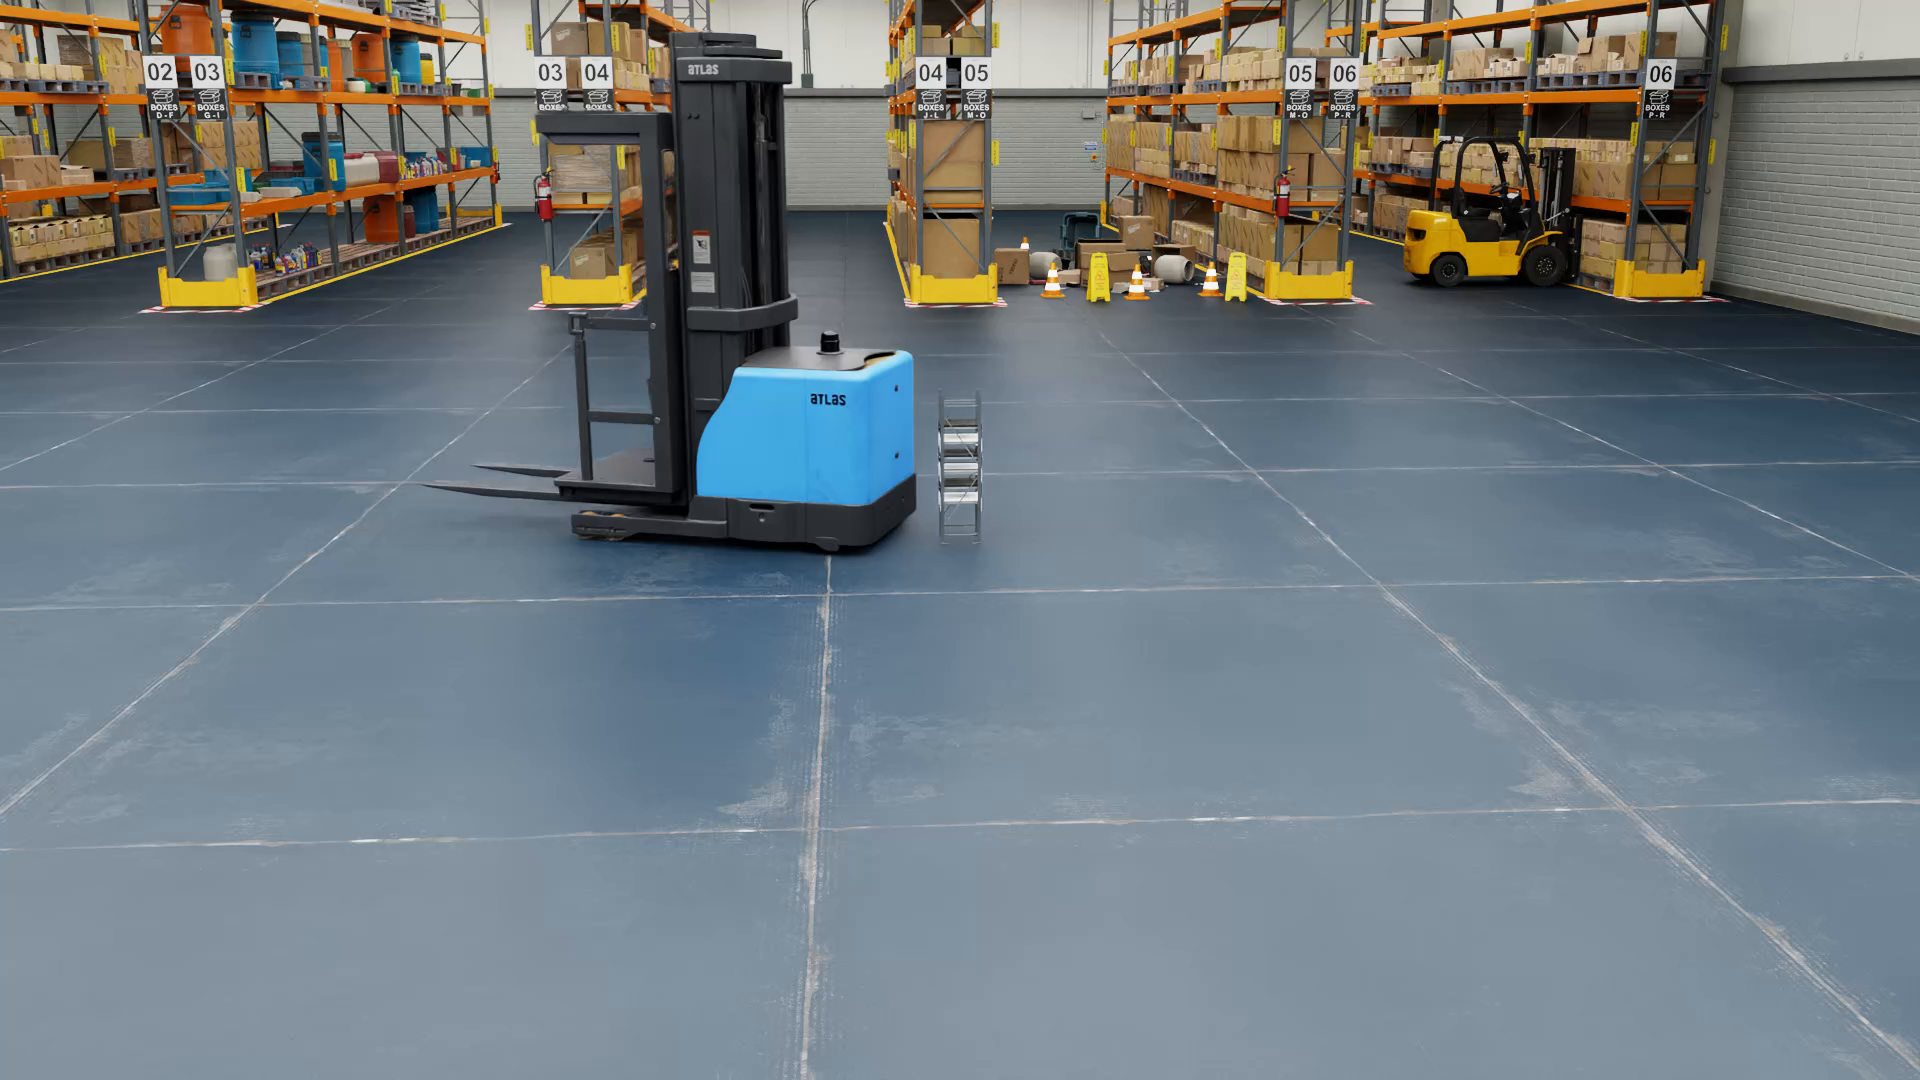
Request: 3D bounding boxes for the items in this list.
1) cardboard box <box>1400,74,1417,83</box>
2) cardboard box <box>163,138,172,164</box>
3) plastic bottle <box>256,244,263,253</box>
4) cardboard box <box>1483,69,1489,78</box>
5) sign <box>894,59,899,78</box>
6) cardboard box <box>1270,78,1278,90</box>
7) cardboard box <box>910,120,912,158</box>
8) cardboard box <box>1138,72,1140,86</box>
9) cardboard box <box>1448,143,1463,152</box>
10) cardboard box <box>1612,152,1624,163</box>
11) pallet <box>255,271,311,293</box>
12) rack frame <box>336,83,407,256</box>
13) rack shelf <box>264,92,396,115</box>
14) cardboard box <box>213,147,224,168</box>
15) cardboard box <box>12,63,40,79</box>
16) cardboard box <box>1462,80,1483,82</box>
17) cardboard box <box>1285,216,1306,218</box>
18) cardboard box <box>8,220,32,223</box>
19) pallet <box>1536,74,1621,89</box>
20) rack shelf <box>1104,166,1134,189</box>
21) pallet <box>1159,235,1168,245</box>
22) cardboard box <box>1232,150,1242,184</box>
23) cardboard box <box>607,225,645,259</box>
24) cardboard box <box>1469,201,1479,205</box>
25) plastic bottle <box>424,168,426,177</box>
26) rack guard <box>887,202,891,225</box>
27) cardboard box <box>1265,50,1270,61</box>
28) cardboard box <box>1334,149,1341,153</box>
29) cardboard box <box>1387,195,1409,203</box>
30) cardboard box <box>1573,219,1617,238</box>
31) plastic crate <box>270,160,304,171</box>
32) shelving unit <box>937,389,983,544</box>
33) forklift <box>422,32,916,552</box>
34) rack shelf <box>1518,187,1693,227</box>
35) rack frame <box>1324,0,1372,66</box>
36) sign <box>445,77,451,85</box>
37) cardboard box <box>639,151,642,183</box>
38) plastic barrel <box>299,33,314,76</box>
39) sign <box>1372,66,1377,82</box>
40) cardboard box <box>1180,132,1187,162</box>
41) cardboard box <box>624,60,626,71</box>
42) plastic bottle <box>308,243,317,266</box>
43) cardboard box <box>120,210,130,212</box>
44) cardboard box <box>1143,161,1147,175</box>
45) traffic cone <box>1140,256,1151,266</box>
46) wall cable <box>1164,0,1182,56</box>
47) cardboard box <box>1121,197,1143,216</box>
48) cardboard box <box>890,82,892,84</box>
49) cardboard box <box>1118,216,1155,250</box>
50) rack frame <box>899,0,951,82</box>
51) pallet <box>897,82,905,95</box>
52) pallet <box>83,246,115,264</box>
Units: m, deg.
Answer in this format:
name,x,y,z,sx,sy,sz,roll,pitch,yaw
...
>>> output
name,x,y,z,sx,sy,sz,roll,pitch,yaw
cardboard box,8.801,-8.997,32.416,0.380,0.149,0.250,-1,14,-2
cardboard box,-15.868,-7.625,32.598,0.700,0.500,0.500,-6,16,-22
plastic bottle,-10.598,-4.303,25.165,0.144,0.351,0.185,0,14,-2
cardboard box,9.135,-7.931,28.271,0.380,0.149,0.250,-1,14,-4
sign,-1.123,-8.398,29.589,0.100,0.325,0.005,-1,14,-3
cardboard box,4.499,-6.292,22.944,0.380,0.149,0.250,-1,14,-3
cardboard box,-0.299,-5.940,24.625,0.875,0.550,0.550,-1,14,-3
cardboard box,3.786,-9.260,33.405,0.396,0.266,0.258,-1,14,-4
cardboard box,9.050,-7.094,30.077,0.380,0.149,0.250,-1,14,-2
cardboard box,9.455,-5.400,23.492,0.380,0.149,0.250,-1,14,-3
pallet,-10.155,-3.758,24.208,1.003,0.211,1.213,-1,14,-3
rack frame,-10.482,-6.575,29.561,1.000,3.000,0.127,-1,14,-3
rack shelf,-10.358,-7.182,27.344,1.077,0.370,4.000,-1,14,-3
cardboard box,-15.468,-7.801,34.125,0.500,0.500,0.500,-1,14,-2
cardboard box,-15.235,-7.565,26.845,0.500,0.250,0.500,-2,15,-8
cardboard box,9.524,-8.612,30.959,0.380,0.149,0.250,-1,14,-4
cardboard box,4.971,-4.648,25.243,0.500,0.500,0.500,0,14,0
cardboard box,-15.584,-5.123,27.467,0.500,0.311,0.500,-1,14,-4
pallet,9.633,-7.085,25.702,1.003,0.211,1.213,-1,14,-3
rack shelf,3.981,-7.948,36.342,1.077,0.370,4.000,-1,14,-3
pallet,4.379,-5.651,31.567,1.003,0.211,1.213,-1,14,-3
cardboard box,4.422,-5.639,25.125,0.500,0.500,0.500,-1,14,-4
cardboard box,-5.307,-4.812,26.843,0.700,0.500,0.500,-2,15,-8
cardboard box,9.585,-6.323,31.455,0.380,0.149,0.250,0,14,-1
plastic bottle,-10.272,-7.045,31.785,0.097,0.201,0.097,0,14,0
rack guard,-1.073,-7.463,38.029,1.175,0.500,0.348,-1,14,-3
cardboard box,4.548,-6.864,23.570,0.380,0.149,0.250,-1,14,-3
cardboard box,8.636,-8.575,37.037,0.500,0.250,0.500,-1,14,-4
cardboard box,8.937,-6.959,33.926,0.380,0.149,0.250,-2,15,-6
cardboard box,9.384,-4.610,24.594,0.500,0.250,0.500,-1,14,-3
plastic crate,-10.569,-5.727,26.136,0.402,0.464,0.583,-1,14,-3
shelving unit,0.000,-0.438,9.922,0.258,0.900,0.210,-1,14,-3
forklift,-1.850,-1.534,10.105,3.031,2.935,1.130,4,15,15
rack shelf,9.678,-5.041,25.044,1.077,0.370,4.000,-1,14,-3
rack frame,8.811,-11.777,37.739,1.000,3.000,0.127,-1,14,-3
sign,-10.181,-9.035,33.084,0.100,0.325,0.005,-1,14,-3
cardboard box,-5.324,-5.736,25.503,0.875,0.500,0.500,-1,14,-3
plastic barrel,-10.523,-7.561,26.369,0.600,0.901,0.600,0,14,0
sign,8.518,-9.570,34.142,0.100,0.325,0.005,-1,14,-3
cardboard box,4.189,-6.955,29.399,0.500,0.500,0.500,0,14,-1
cardboard box,-4.876,-6.631,23.260,0.380,0.149,0.250,-2,15,-6
plastic bottle,-9.906,-4.355,25.365,0.144,0.351,0.185,-1,14,-5
cardboard box,-15.750,-5.860,30.914,0.500,0.500,0.500,-1,14,-5
cardboard box,3.918,-7.357,32.900,0.500,0.250,0.500,-1,14,-4
traffic cone,3.126,-4.868,28.017,0.336,0.463,0.334,-1,14,-3
wall cable,6.757,-13.172,43.088,2.988,3.039,0.133,-1,14,-3
cardboard box,4.063,-7.366,36.936,0.875,0.438,0.875,0,14,-2
cardboard box,-1.224,-9.820,35.451,0.500,0.250,0.500,-1,14,-6
cardboard box,2.826,-4.931,26.668,0.500,0.500,0.500,-1,14,-3
rack frame,-0.582,-9.608,29.310,1.000,3.000,0.127,-1,14,-3
pallet,-0.489,-7.905,29.089,1.213,0.211,1.003,0,14,-1
pallet,-15.414,-4.944,28.817,1.003,0.211,1.213,-1,14,-3
